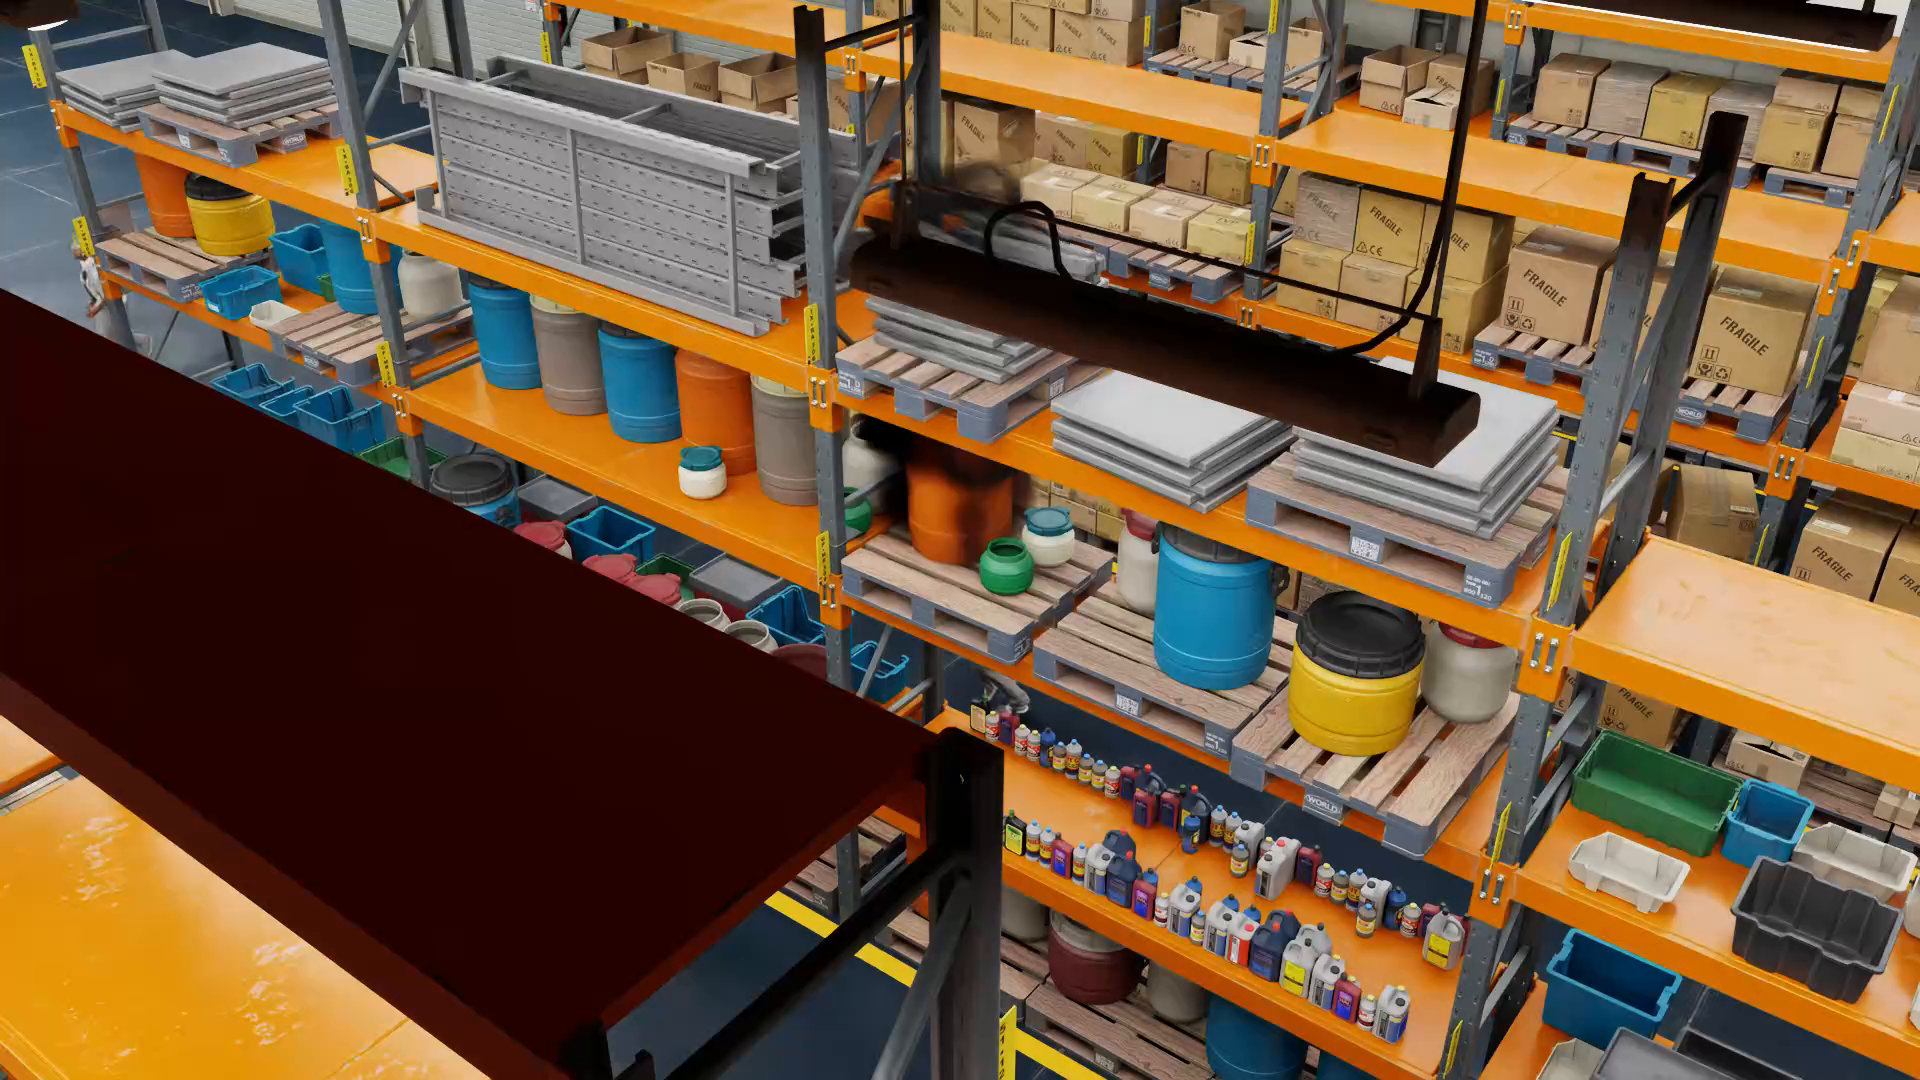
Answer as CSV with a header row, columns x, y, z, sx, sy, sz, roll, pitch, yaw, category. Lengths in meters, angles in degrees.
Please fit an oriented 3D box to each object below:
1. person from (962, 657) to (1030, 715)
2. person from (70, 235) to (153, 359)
x,y,z,sx,sy,sz,roll,pitch,yaw,category
0.152,0.652,12.800,0.861,1.441,0.578,12,33,18,person
-9.139,-2.538,17.895,0.556,1.618,0.572,-19,36,-28,person
